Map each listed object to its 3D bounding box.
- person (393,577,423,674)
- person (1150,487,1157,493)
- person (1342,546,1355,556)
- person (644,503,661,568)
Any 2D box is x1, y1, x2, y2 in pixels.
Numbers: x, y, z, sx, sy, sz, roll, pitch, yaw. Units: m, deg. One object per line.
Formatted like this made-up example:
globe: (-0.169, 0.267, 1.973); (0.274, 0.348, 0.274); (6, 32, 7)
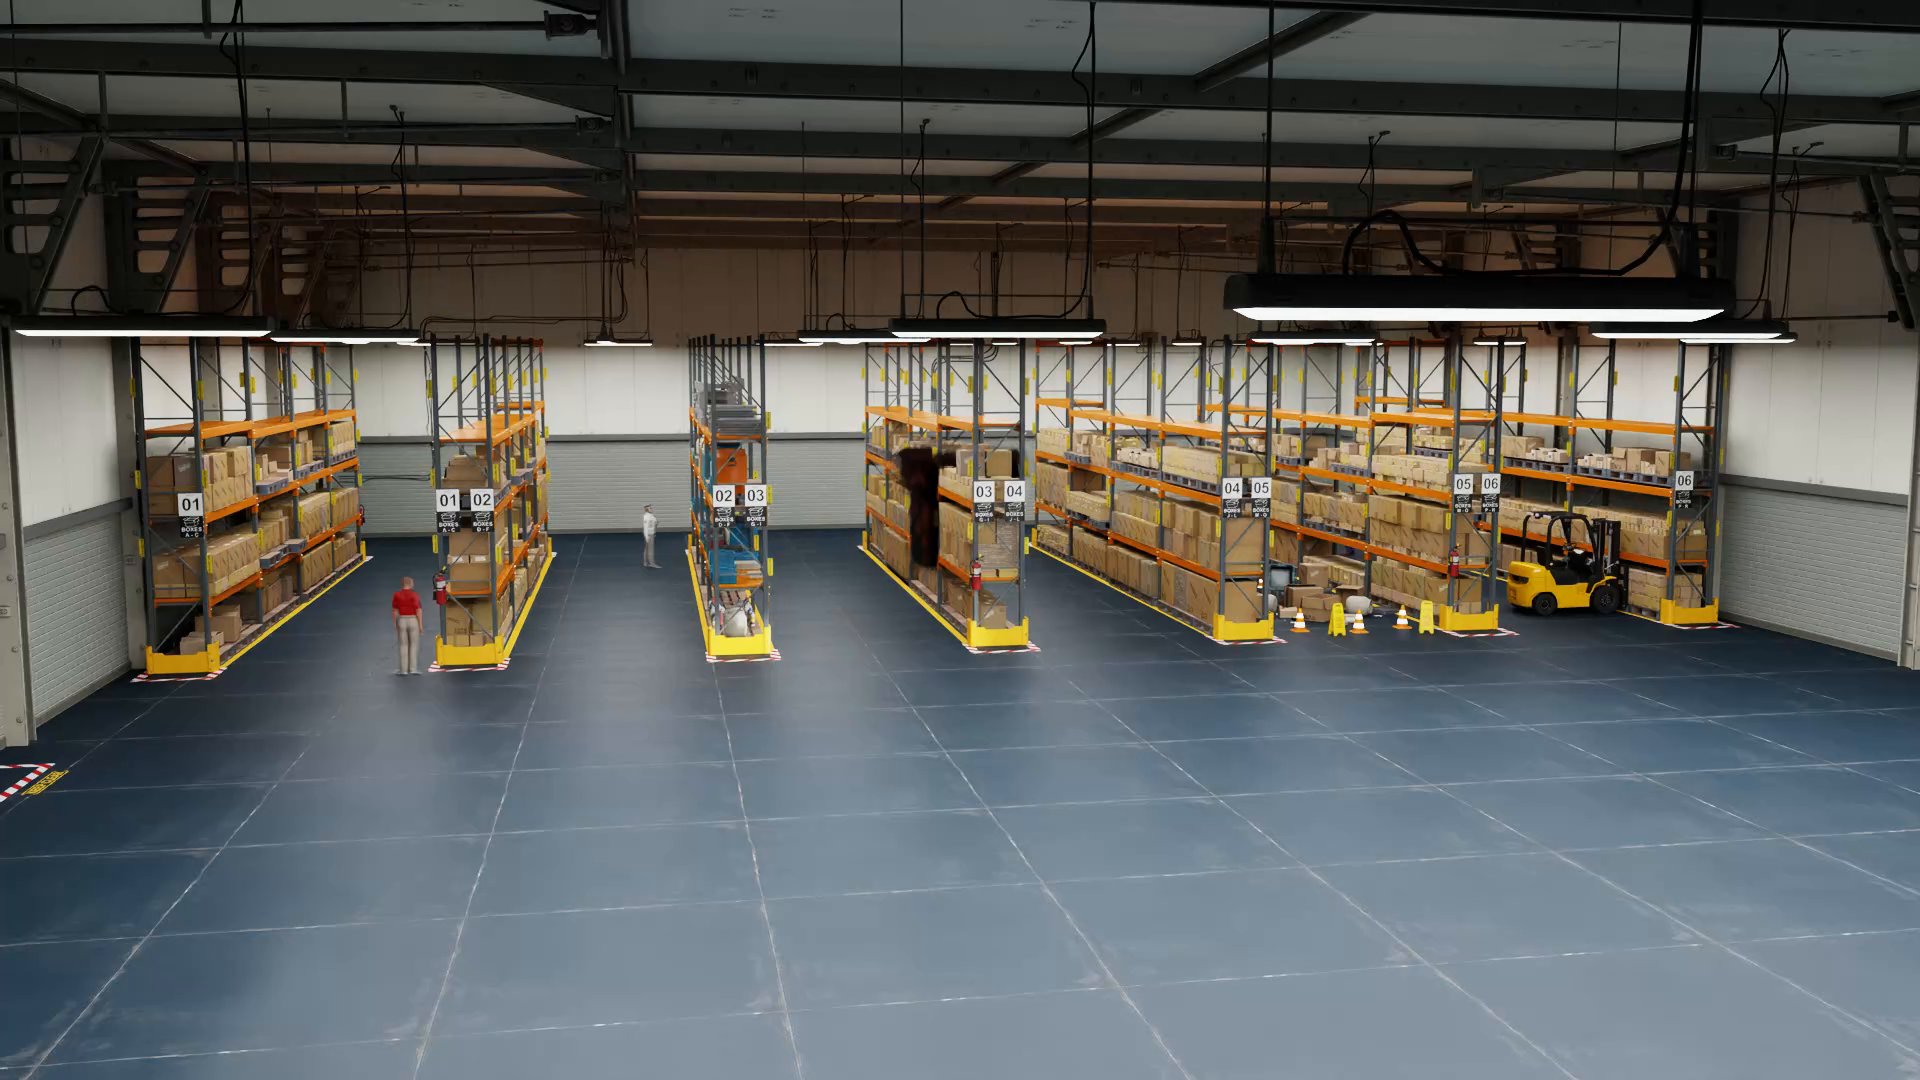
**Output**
person: (-9.729, 1.517, 29.332); (0.591, 1.748, 0.411); (1, 7, 8)
person: (5.934, -1.079, 51.835); (1.031, 1.745, 0.692); (-1, 7, -12)
person: (10.821, -0.392, 46.329); (0.429, 1.652, 0.504); (0, 7, -2)
person: (-8.102, -0.121, 43.765); (0.491, 1.702, 0.493); (0, 7, 1)
